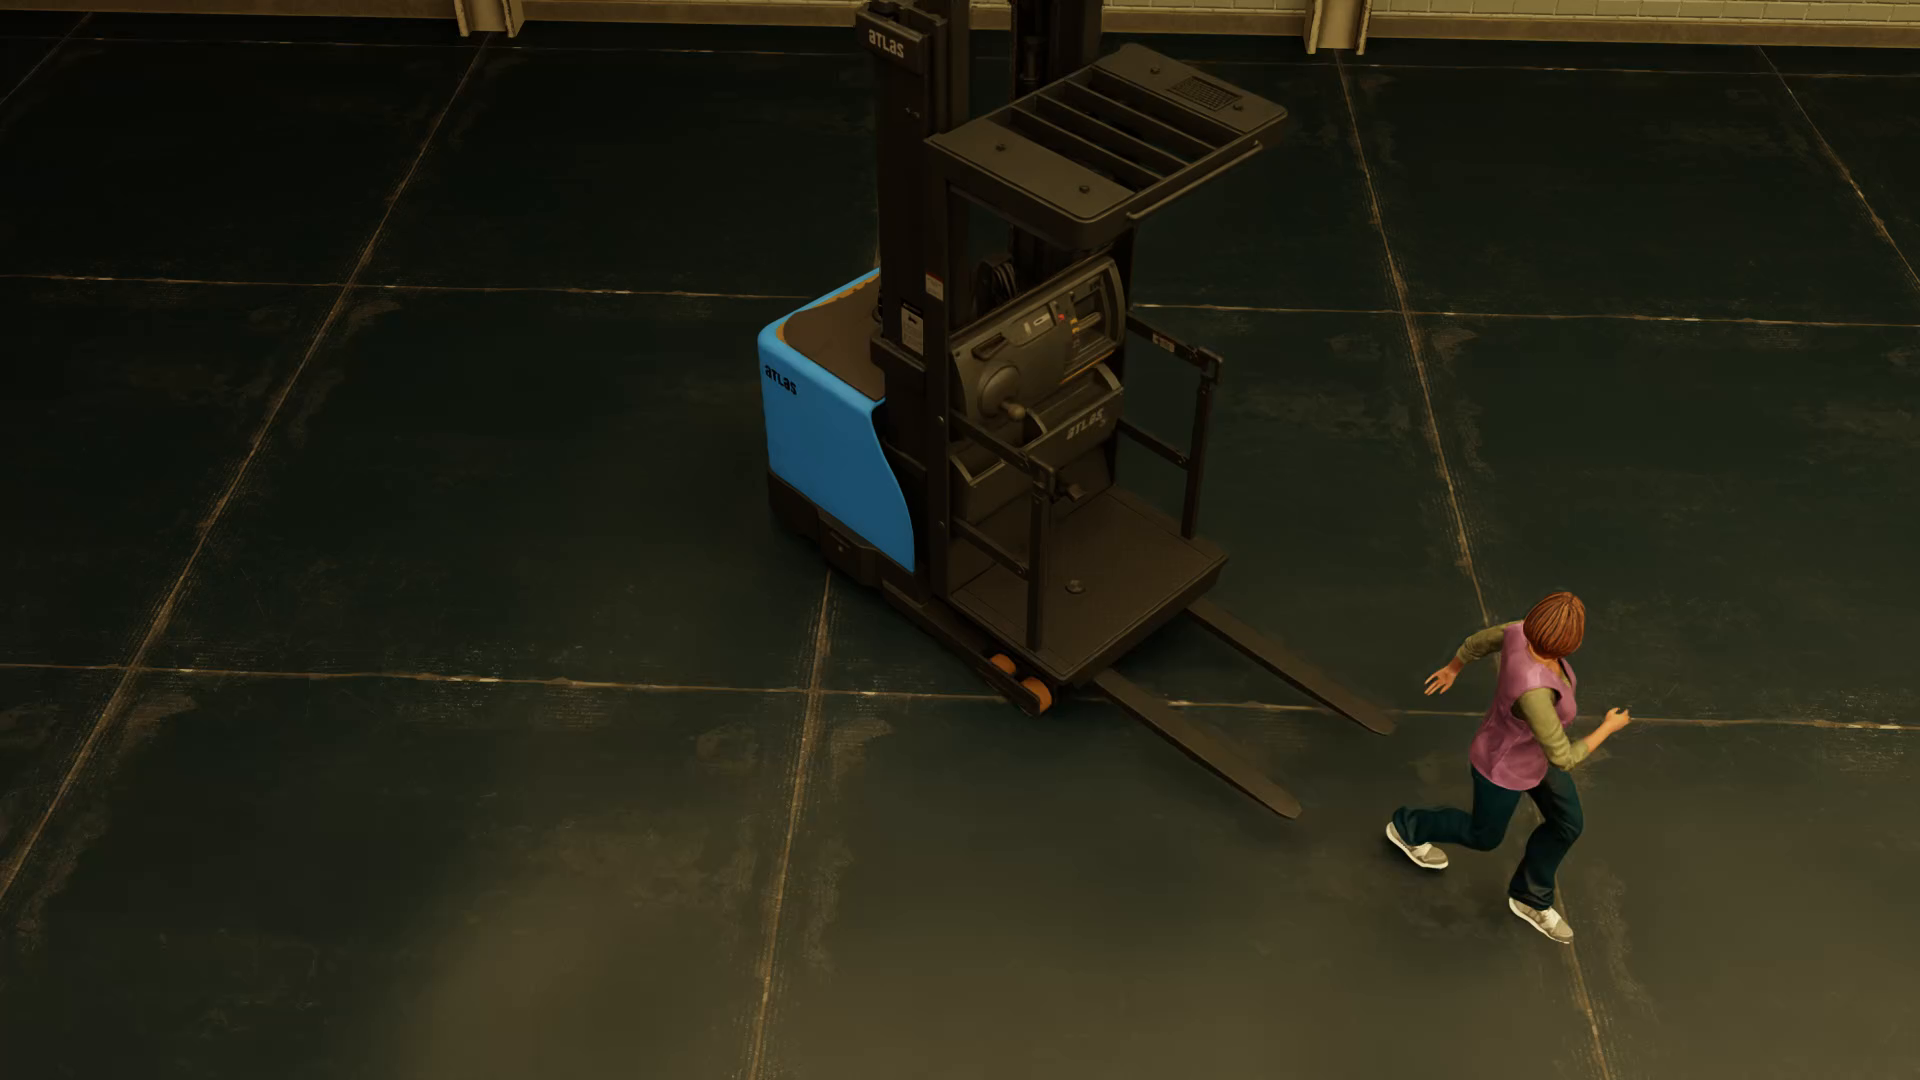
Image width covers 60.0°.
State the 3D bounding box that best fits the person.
[{"bbox_3d":[2.005,0.777,5.975,0.826,1.517,0.428,24,48,24],"label":"person"}]

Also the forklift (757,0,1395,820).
[{"bbox_3d":[0.474,-0.729,6.541,1.130,2.935,3.031,-33,52,-31],"label":"forklift"}]
